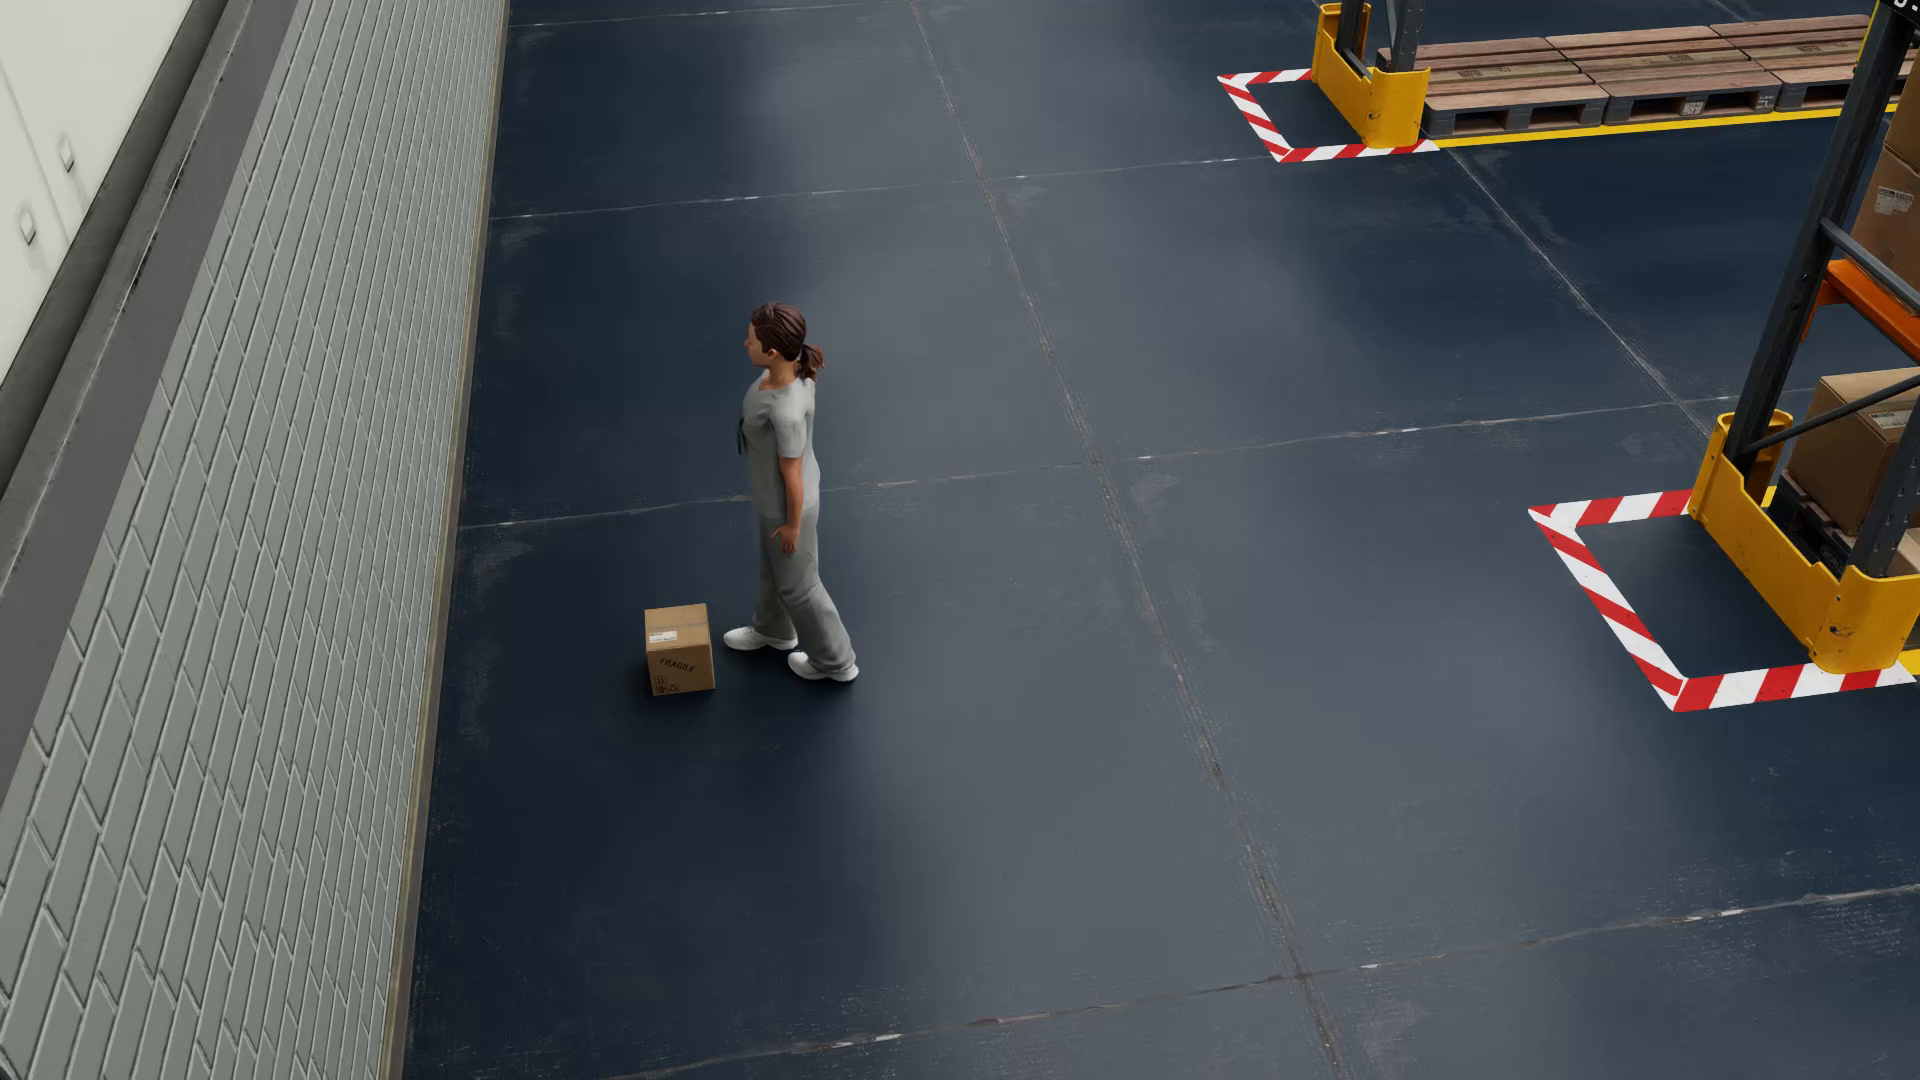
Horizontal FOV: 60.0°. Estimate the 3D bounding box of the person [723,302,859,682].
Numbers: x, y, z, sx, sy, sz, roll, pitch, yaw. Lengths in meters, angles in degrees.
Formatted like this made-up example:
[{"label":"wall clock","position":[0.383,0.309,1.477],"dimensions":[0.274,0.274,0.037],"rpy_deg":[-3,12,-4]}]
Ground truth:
[{"label":"person","position":[-0.698,-0.166,6.358],"dimensions":[0.565,1.677,0.451],"rpy_deg":[-1,39,-1]}]
